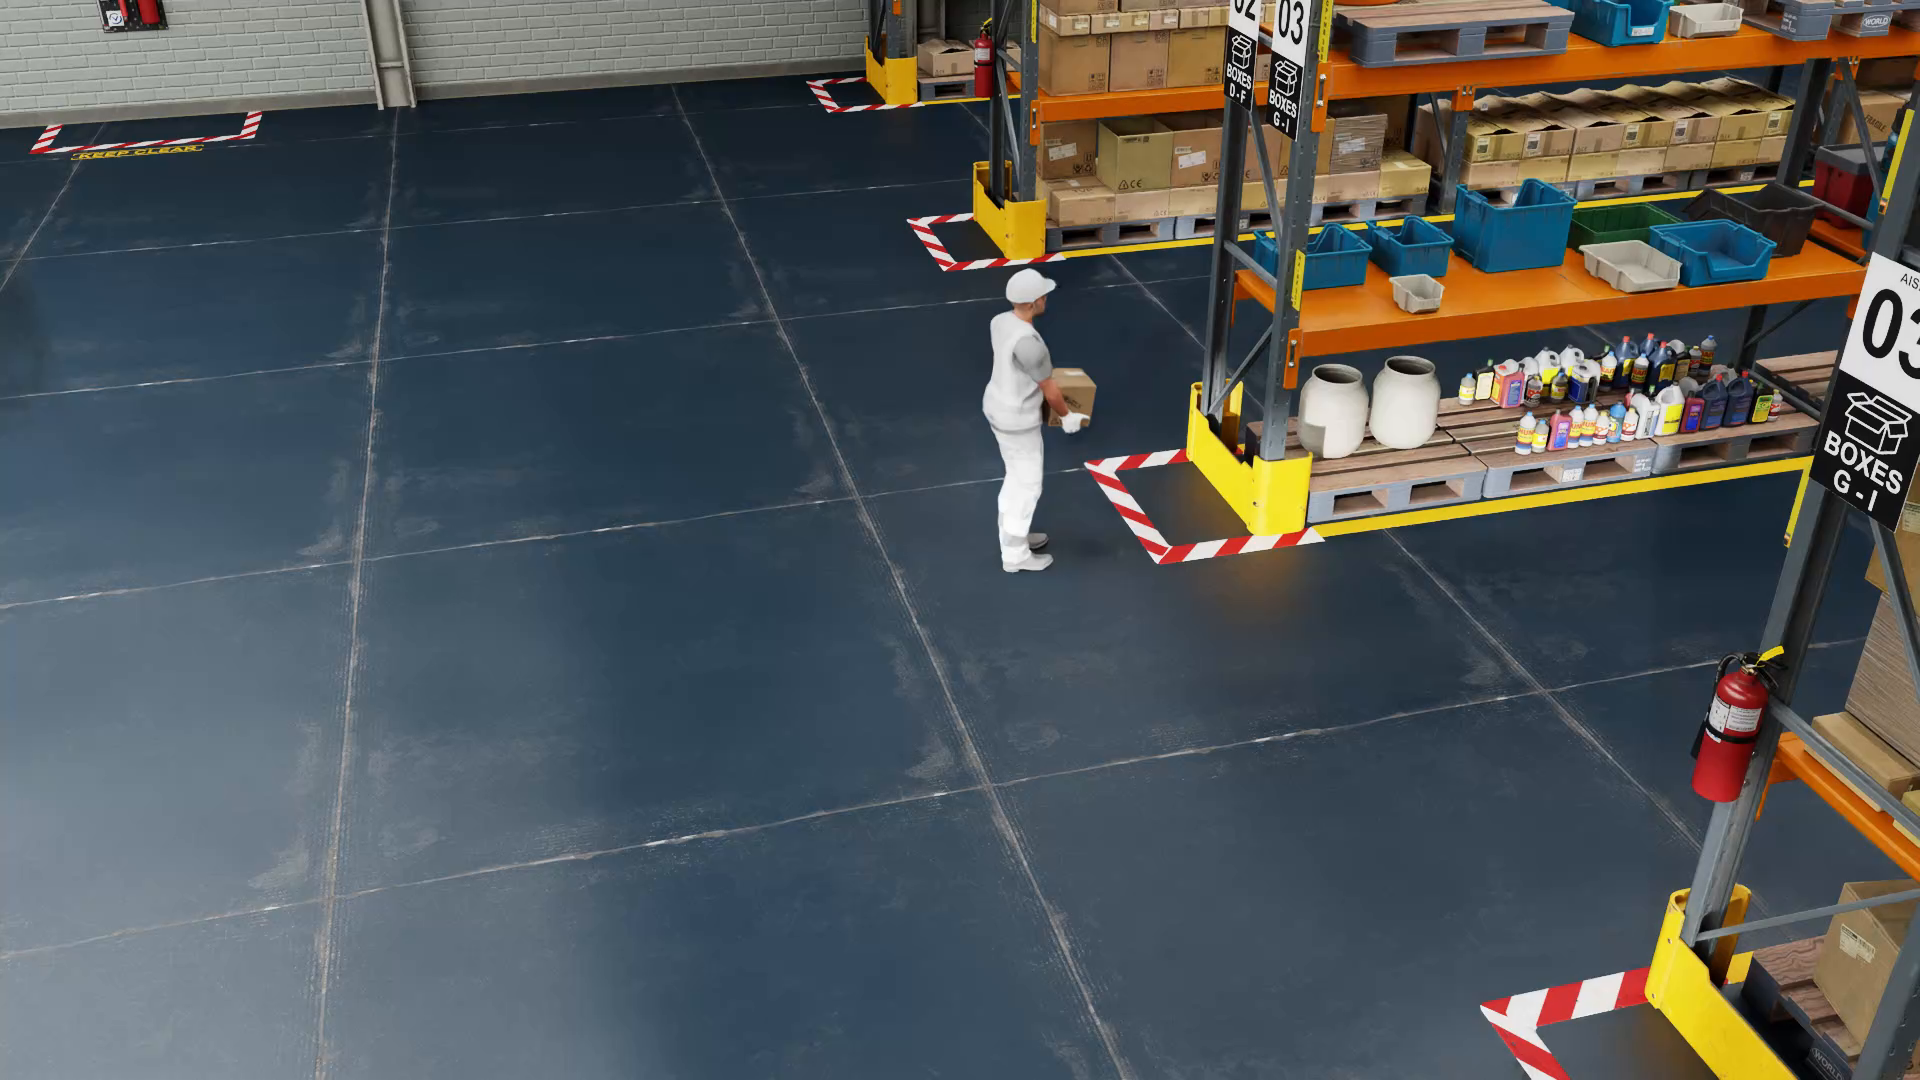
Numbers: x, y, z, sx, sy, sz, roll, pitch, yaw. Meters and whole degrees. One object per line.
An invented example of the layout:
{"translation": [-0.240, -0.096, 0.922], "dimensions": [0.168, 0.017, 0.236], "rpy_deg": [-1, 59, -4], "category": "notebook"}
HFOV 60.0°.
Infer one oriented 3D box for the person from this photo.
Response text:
{"translation": [0.421, -0.693, 9.423], "dimensions": [0.569, 1.783, 0.494], "rpy_deg": [-8, 31, -14], "category": "person"}
